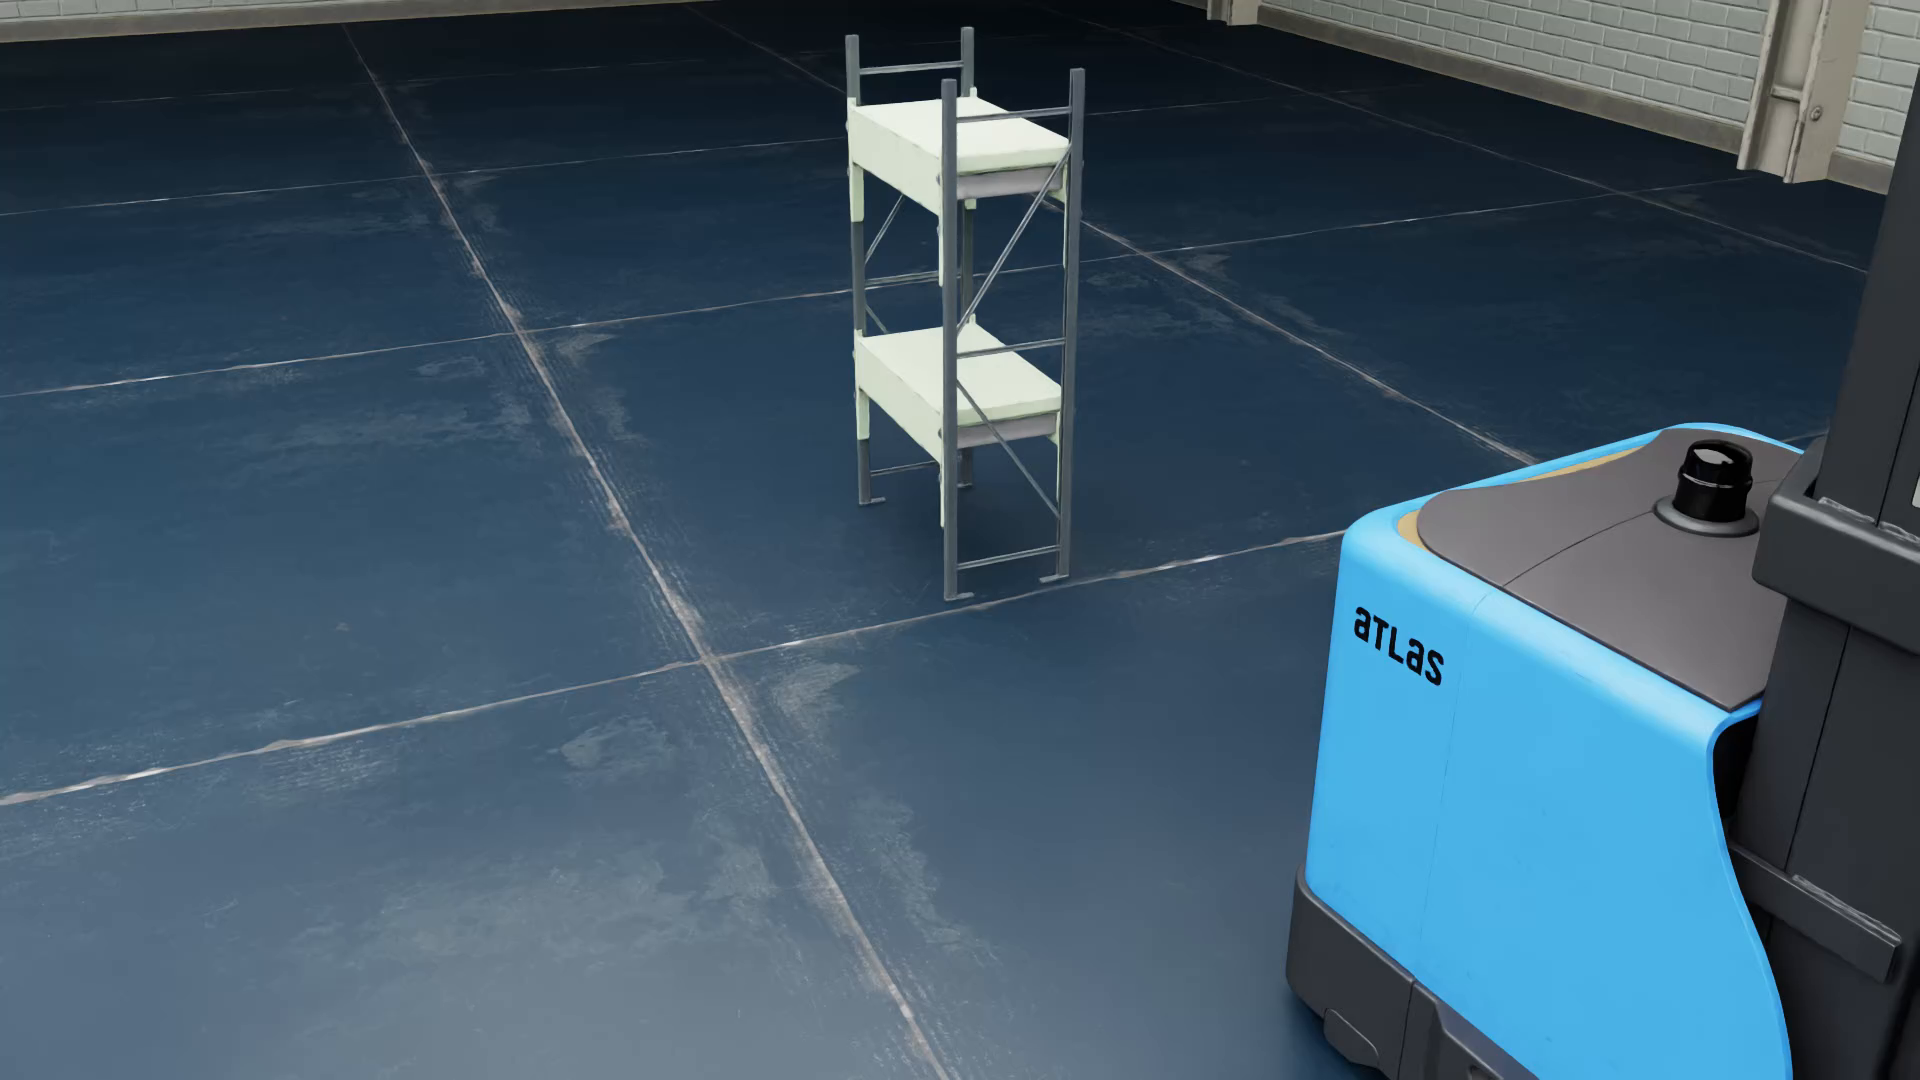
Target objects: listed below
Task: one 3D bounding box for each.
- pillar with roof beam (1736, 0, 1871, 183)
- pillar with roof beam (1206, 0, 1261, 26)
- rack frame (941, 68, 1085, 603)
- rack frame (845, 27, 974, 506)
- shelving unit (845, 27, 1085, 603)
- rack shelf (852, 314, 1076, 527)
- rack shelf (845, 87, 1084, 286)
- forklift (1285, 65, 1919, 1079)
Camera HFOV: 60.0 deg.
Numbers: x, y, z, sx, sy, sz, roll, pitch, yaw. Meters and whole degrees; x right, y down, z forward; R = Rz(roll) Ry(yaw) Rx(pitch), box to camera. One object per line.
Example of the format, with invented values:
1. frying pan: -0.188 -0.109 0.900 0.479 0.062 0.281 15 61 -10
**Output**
1. pillar with roof beam: 0.776 -5.417 6.089 9.100 9.000 0.400 -11 28 -21
2. pillar with roof beam: -1.574 -7.840 11.050 9.100 9.000 0.400 -11 28 -21
3. rack frame: 0.141 -0.529 4.624 0.400 1.500 0.023 -11 28 -21
4. rack frame: -0.146 -0.824 5.229 0.400 1.500 0.023 -11 28 -21
5. shelving unit: -0.003 -0.677 4.926 0.431 1.500 0.755 -11 28 -21
6. rack shelf: -0.003 -0.384 5.069 0.431 0.370 0.720 -11 28 -21
7. rack shelf: -0.003 -1.027 4.755 0.431 0.370 0.720 -11 28 -21
8. forklift: 1.823 0.061 1.785 1.130 2.935 3.031 -14 29 -27
